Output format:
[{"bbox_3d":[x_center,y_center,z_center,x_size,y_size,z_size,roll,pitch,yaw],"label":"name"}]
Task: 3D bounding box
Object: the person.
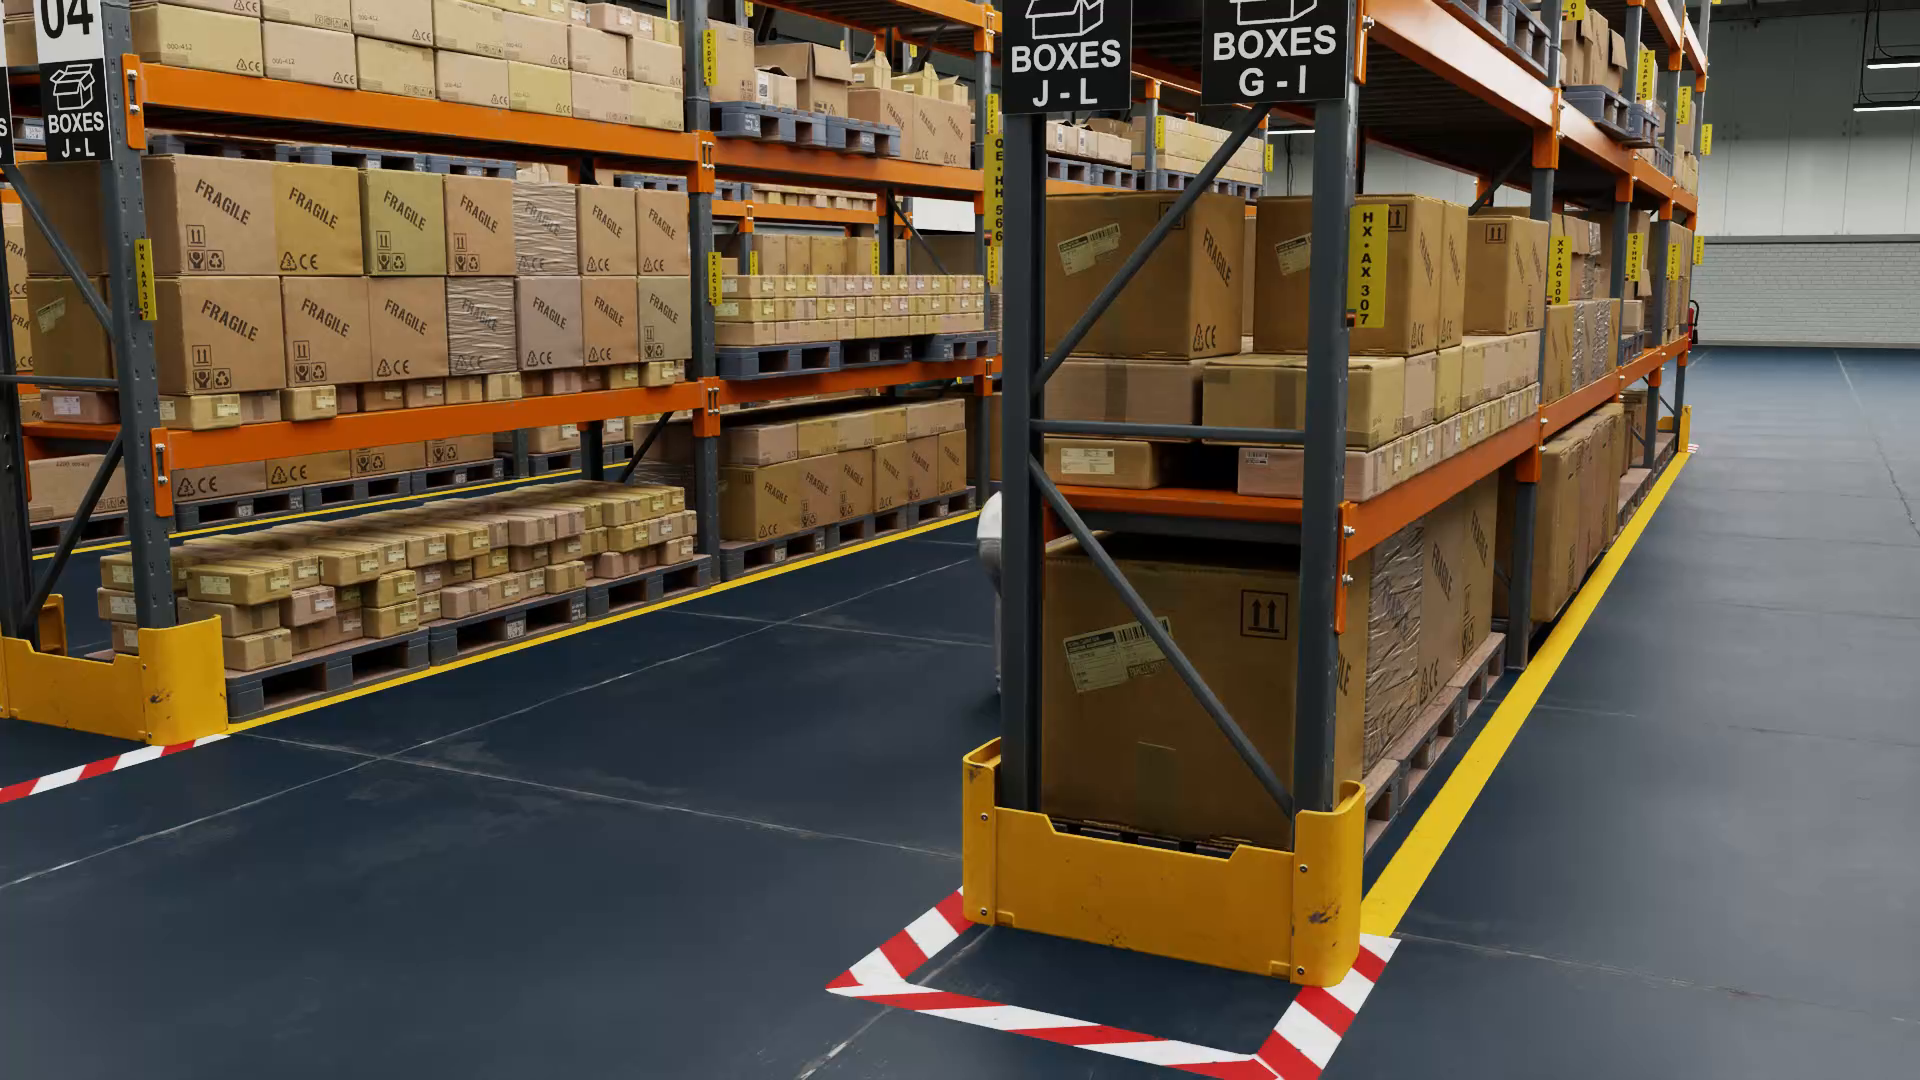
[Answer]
[{"bbox_3d":[0.420,0.184,7.921,0.495,1.054,0.997,4,10,23],"label":"person"}]
